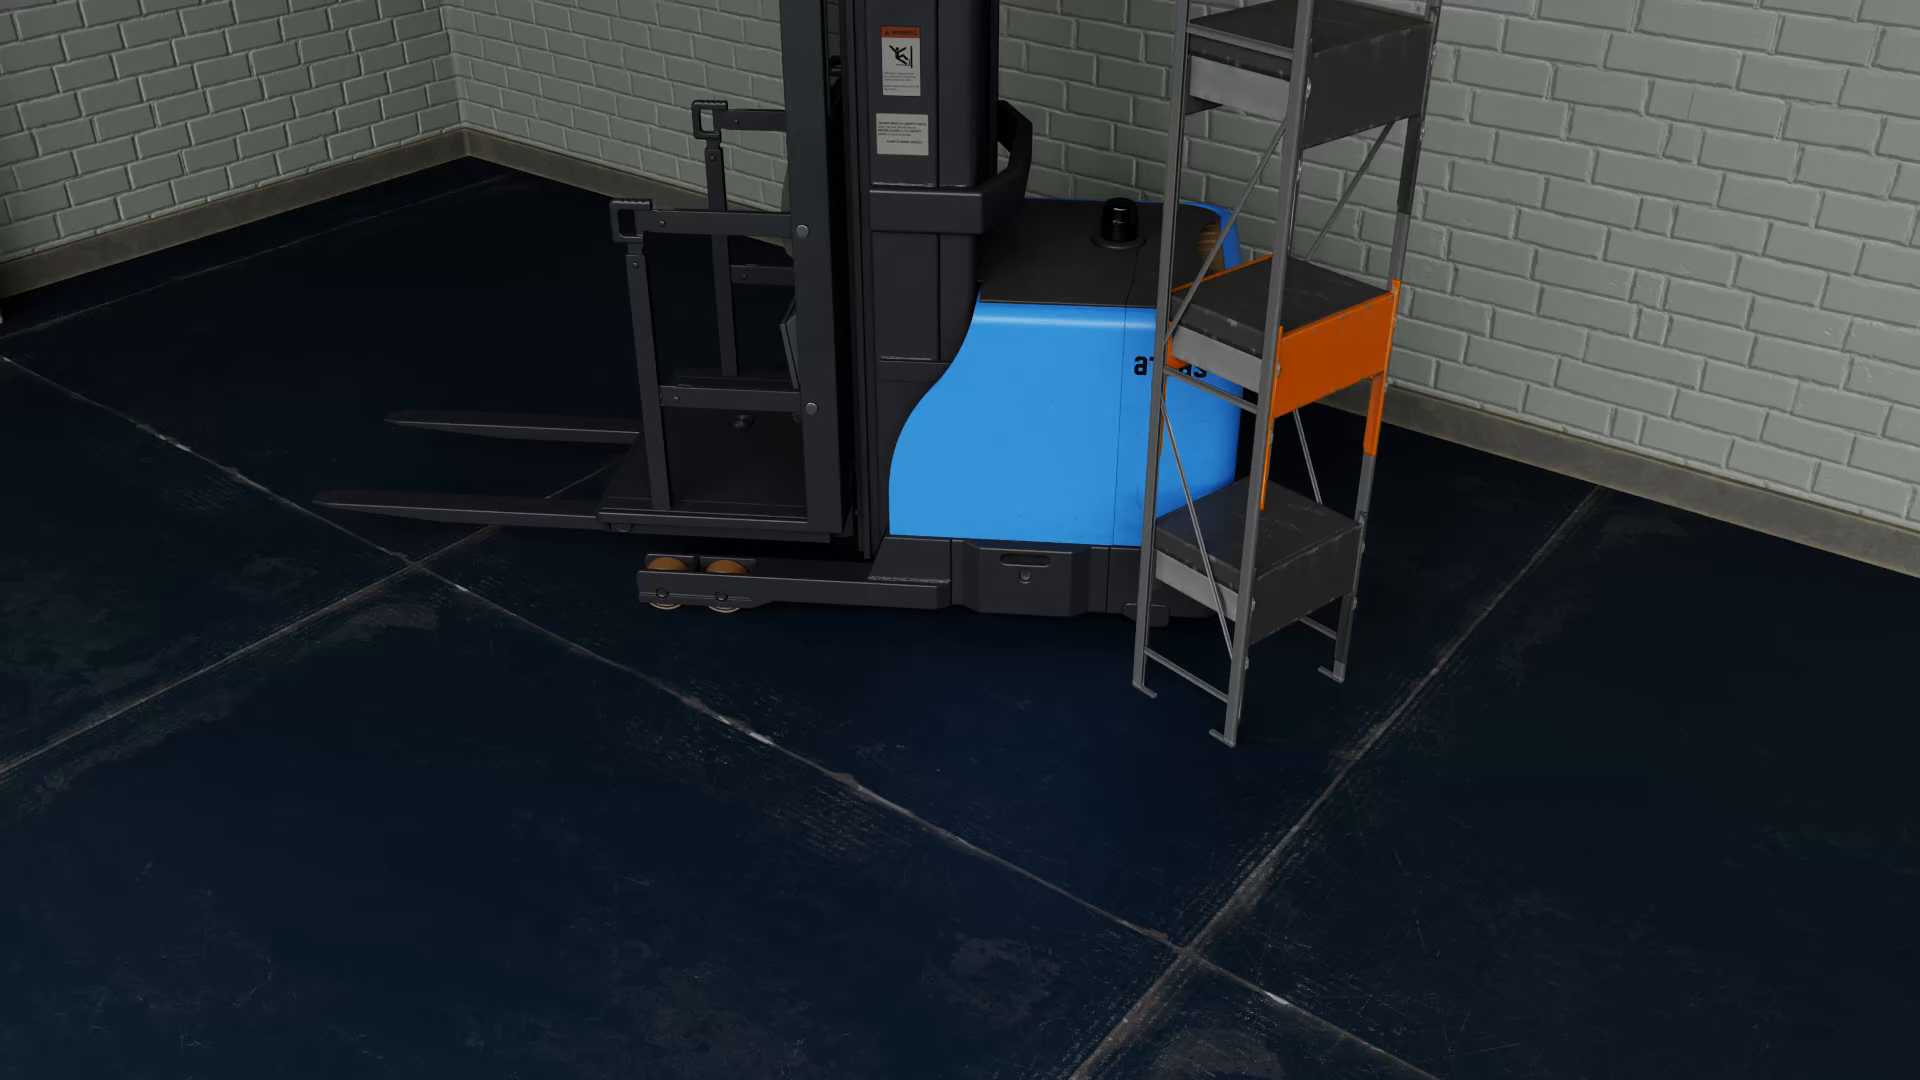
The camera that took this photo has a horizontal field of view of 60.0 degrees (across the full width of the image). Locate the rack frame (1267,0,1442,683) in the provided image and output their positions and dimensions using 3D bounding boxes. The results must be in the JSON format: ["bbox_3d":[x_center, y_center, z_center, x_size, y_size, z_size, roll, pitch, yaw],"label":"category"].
[{"bbox_3d":[1.026,-0.550,4.619,0.015,2.100,0.400,-23,38,-34],"label":"rack frame"}]

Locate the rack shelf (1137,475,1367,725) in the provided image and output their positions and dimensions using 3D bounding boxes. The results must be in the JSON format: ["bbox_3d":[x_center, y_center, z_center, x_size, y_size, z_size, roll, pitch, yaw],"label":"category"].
[{"bbox_3d":[0.840,0.144,4.847,0.480,0.518,0.431,-23,38,-34],"label":"rack shelf"}]

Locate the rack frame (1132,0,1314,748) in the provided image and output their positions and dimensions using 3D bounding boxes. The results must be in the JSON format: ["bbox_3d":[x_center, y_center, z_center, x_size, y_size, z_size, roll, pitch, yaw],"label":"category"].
[{"bbox_3d":[0.654,-0.390,4.348,0.015,2.100,0.400,-23,38,-34],"label":"rack frame"}]

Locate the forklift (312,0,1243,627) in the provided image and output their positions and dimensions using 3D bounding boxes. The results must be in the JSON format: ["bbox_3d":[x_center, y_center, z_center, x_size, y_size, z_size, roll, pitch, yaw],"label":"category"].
[{"bbox_3d":[-0.620,-1.292,5.055,3.031,2.935,1.130,3,31,5],"label":"forklift"}]

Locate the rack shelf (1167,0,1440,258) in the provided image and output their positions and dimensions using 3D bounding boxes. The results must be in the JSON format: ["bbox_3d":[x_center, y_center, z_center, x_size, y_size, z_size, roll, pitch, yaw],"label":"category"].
[{"bbox_3d":[0.840,-1.060,4.133,0.480,0.518,0.431,-23,38,-34],"label":"rack shelf"}]

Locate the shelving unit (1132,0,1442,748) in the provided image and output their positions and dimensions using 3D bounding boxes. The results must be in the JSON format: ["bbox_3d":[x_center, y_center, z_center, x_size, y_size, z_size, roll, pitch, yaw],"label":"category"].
[{"bbox_3d":[0.840,-0.470,4.483,0.503,2.100,0.431,-23,38,-34],"label":"shelving unit"}]

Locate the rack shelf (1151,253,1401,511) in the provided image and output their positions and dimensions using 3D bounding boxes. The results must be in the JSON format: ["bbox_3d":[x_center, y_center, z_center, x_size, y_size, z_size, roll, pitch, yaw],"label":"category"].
[{"bbox_3d":[0.840,-0.458,4.490,0.480,0.518,0.431,-23,38,-34],"label":"rack shelf"}]
